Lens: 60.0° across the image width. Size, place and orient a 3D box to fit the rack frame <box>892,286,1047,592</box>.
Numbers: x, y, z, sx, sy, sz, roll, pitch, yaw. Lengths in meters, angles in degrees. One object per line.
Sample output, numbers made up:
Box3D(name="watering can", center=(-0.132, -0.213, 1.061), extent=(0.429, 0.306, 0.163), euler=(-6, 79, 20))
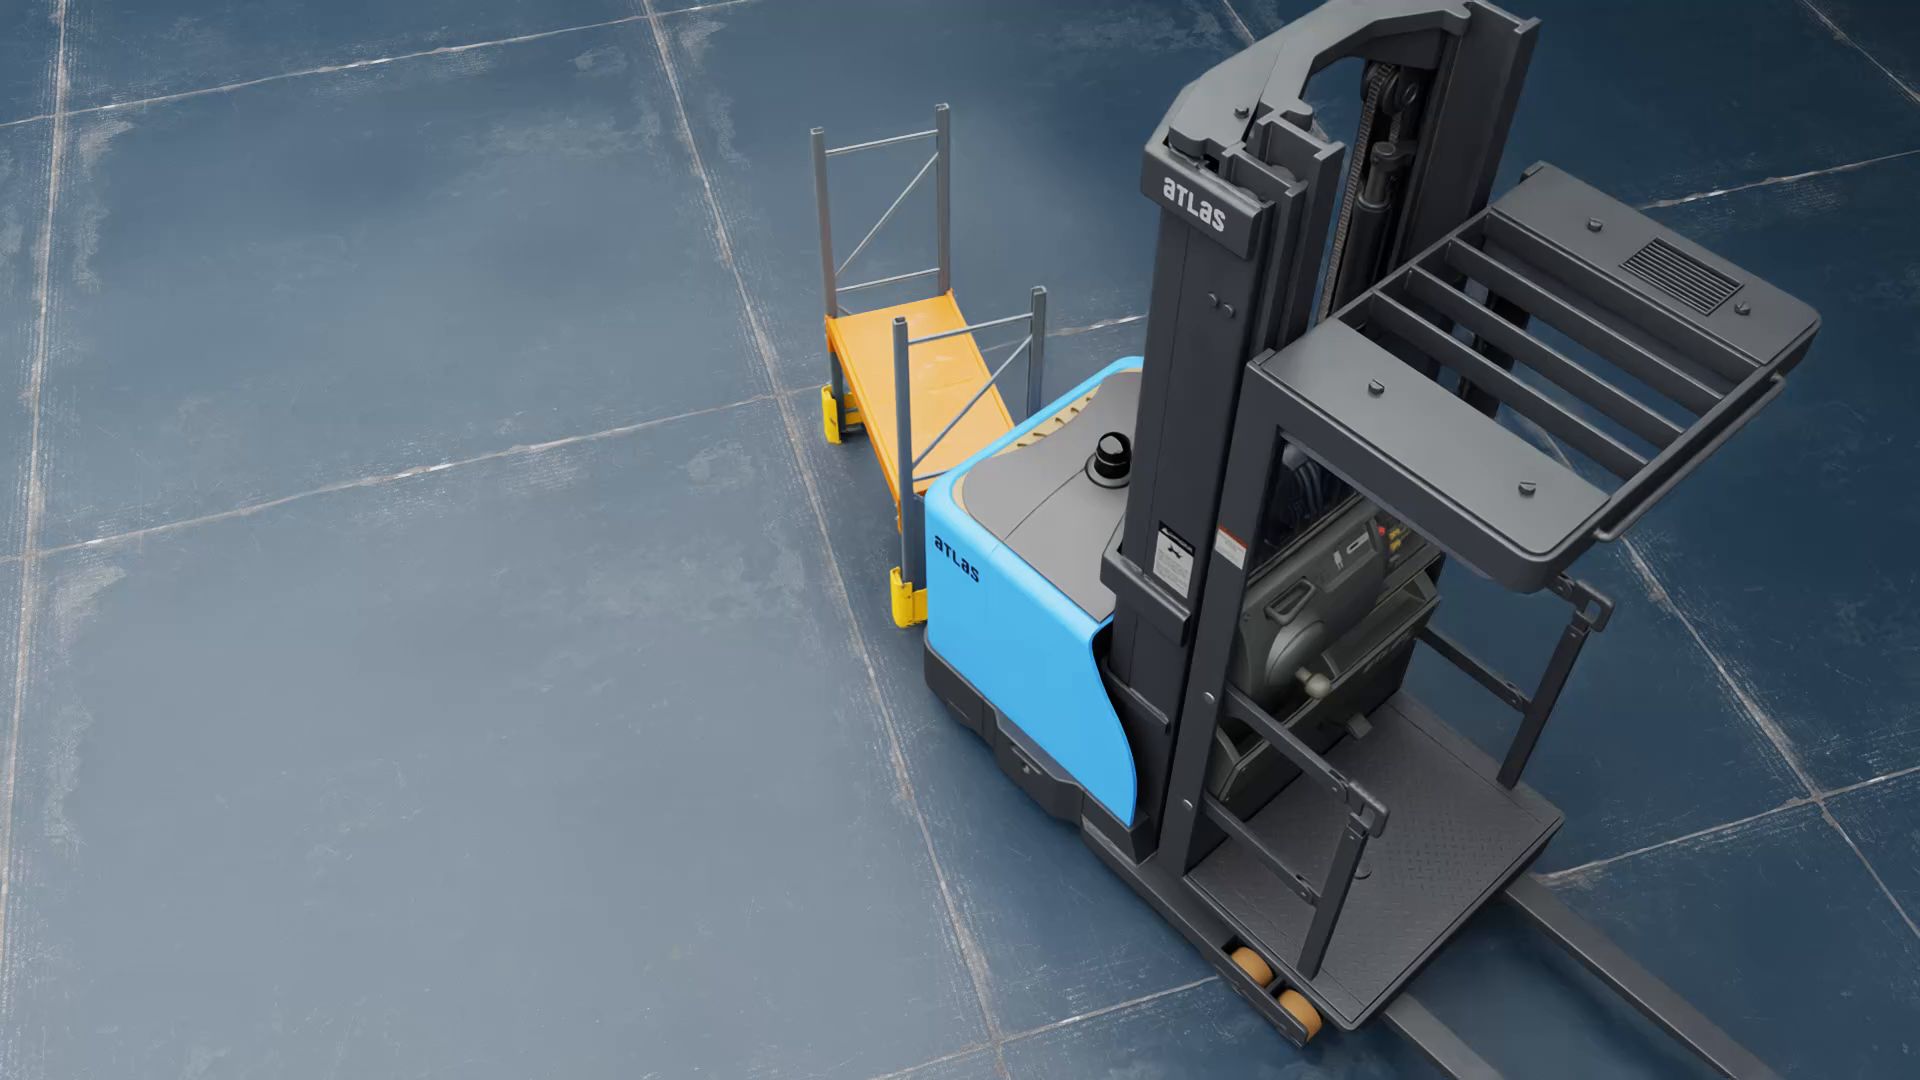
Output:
Box3D(name="rack frame", center=(0.031, -0.252, 5.771), extent=(0.500, 1.500, 0.032), euler=(-14, 51, -11))

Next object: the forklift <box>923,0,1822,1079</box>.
Box3D(name="forklift", center=(1.228, 0.178, 4.473), extent=(1.130, 2.935, 3.031), euler=(-34, 58, -25))

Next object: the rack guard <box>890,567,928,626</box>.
Box3D(name="rack guard", center=(0.031, 0.150, 6.250), extent=(0.587, 0.250, 0.087), euler=(-14, 51, -11))

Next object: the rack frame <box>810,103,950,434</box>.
Box3D(name="rack frame", center=(-0.280, -0.992, 6.395), extent=(0.500, 1.500, 0.032), euler=(-14, 51, -11))

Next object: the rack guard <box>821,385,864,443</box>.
Box3D(name="rack guard", center=(-0.274, -0.575, 6.861), extent=(0.587, 0.250, 0.087), euler=(-14, 51, -11))

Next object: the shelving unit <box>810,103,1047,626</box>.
Box3D(name="shelving unit", center=(-0.121, -0.615, 6.077), extent=(0.587, 1.500, 1.083), euler=(-14, 51, -11))

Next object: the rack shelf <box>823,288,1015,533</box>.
Box3D(name="rack shelf", center=(-0.124, -0.506, 6.221), extent=(0.538, 0.185, 1.000), euler=(-14, 51, -11))
